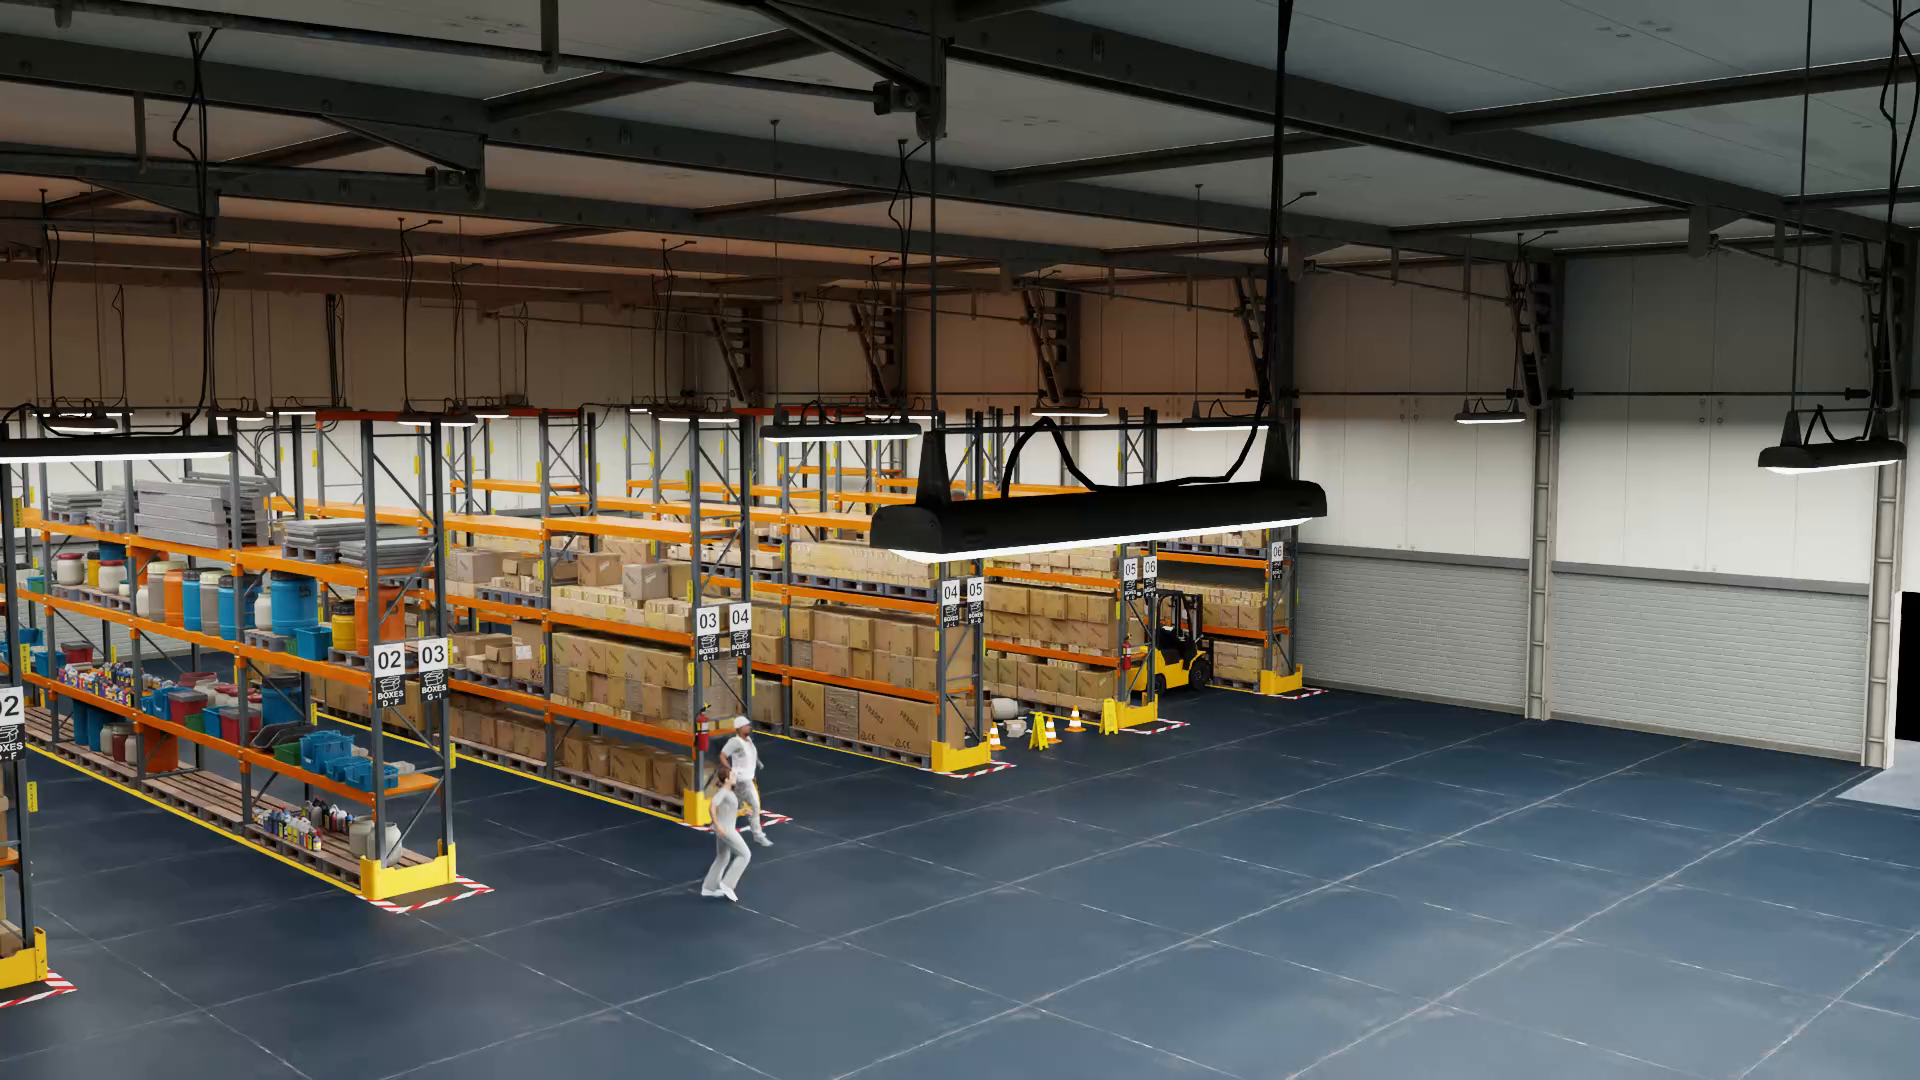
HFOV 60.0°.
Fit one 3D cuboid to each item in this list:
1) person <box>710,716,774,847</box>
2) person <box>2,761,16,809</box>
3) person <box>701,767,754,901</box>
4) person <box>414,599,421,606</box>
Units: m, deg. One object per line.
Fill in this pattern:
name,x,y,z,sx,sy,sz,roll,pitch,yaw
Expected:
person,-3.068,3.377,23.379,0.922,1.811,0.727,0,5,1
person,-14.728,3.254,25.393,0.753,1.712,0.564,3,6,34
person,-2.908,3.666,20.804,0.684,1.678,0.551,-1,5,-13
person,-12.135,2.171,37.390,0.676,1.733,0.614,-3,6,-34
